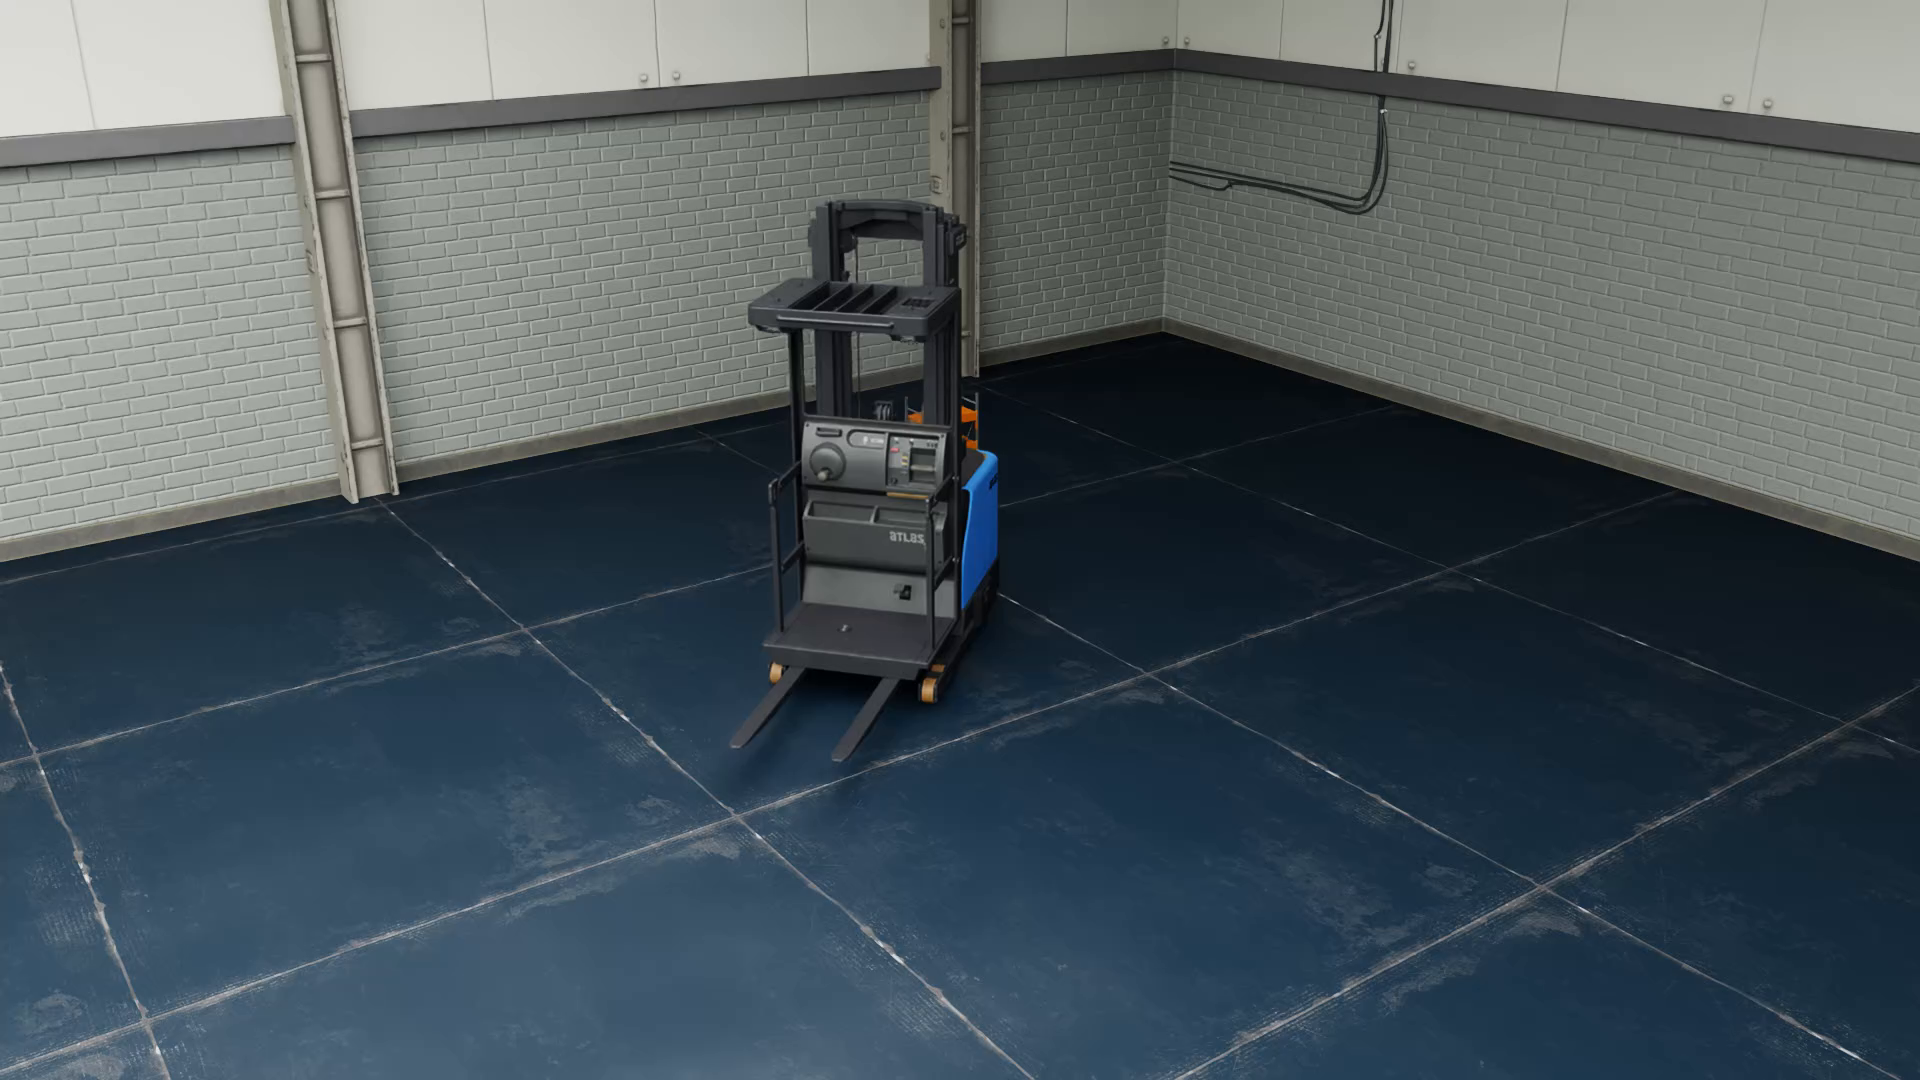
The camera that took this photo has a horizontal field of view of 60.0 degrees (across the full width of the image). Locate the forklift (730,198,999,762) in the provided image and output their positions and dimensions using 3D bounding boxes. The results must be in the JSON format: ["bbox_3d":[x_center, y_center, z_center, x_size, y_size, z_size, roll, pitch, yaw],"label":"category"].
[{"bbox_3d":[-0.591,-0.500,10.195,1.130,2.935,3.031,6,22,14],"label":"forklift"}]

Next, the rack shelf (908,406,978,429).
[{"bbox_3d":[-0.134,-0.886,12.439,0.480,0.148,0.258,-15,26,-33],"label":"rack shelf"}]

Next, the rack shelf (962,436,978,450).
[{"bbox_3d":[-0.134,-0.667,12.526,0.480,0.148,0.258,-15,26,-33],"label":"rack shelf"}]

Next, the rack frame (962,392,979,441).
[{"bbox_3d":[0.064,-0.574,12.717,0.015,1.200,0.240,-15,26,-33],"label":"rack frame"}]

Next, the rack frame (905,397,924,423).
[{"bbox_3d":[-0.332,-0.469,12.452,0.015,1.200,0.240,-15,26,-33],"label":"rack frame"}]

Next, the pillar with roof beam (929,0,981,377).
[{"bbox_3d":[2.468,-4.570,12.207,0.400,9.000,9.100,-15,26,-33],"label":"pillar with roof beam"}]

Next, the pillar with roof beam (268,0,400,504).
[{"bbox_3d":[-2.402,-3.271,8.952,0.400,9.000,9.100,-15,26,-33],"label":"pillar with roof beam"}]

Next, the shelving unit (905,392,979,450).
[{"bbox_3d":[-0.134,-0.521,12.584,0.503,1.200,0.258,-15,26,-33],"label":"shelving unit"}]

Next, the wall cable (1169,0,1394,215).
[{"bbox_3d":[3.117,-4.663,16.629,0.112,2.526,3.097,-15,26,-33],"label":"wall cable"}]
